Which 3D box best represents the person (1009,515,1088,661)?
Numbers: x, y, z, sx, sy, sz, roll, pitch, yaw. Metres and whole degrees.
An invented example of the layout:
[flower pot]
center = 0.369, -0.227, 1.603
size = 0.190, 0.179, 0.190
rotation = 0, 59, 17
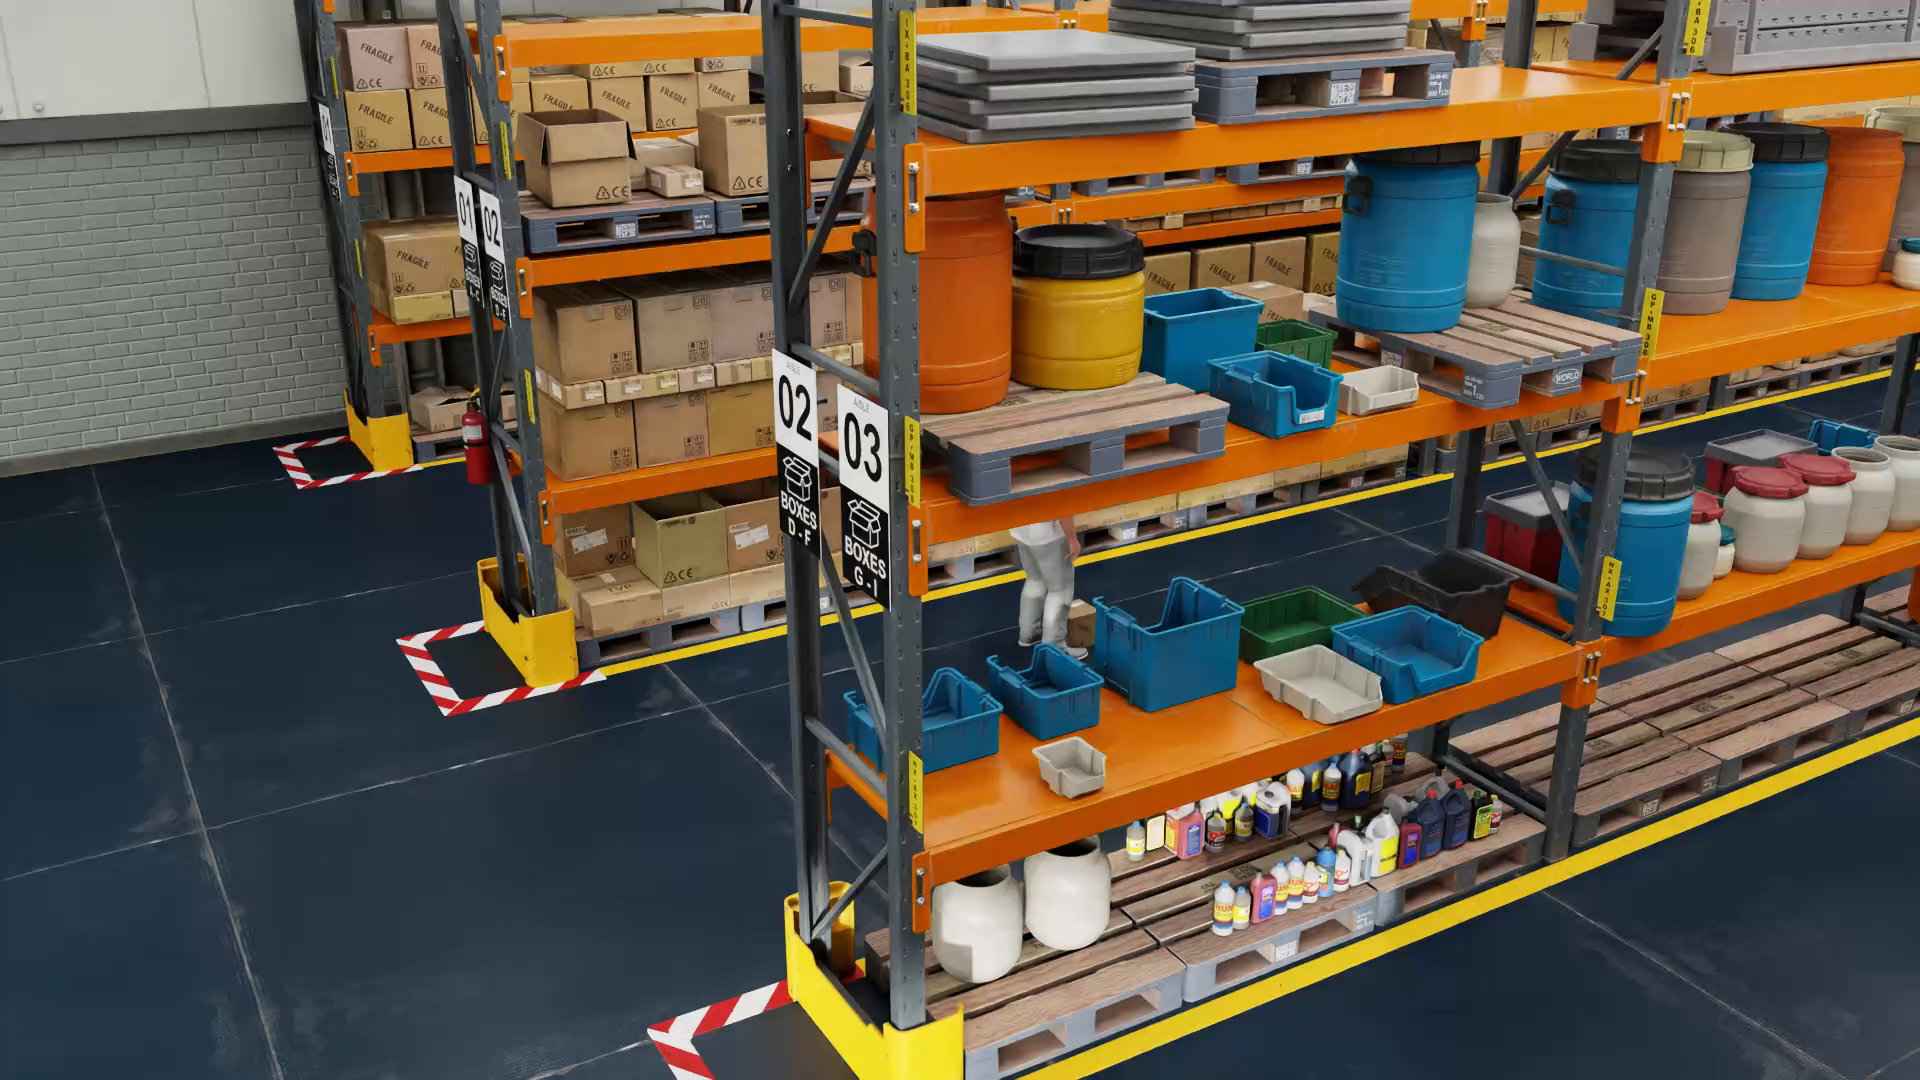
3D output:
[person]
center = 0.569, -0.053, 11.210
size = 0.434, 1.748, 0.597
rotation = -13, 25, -30
